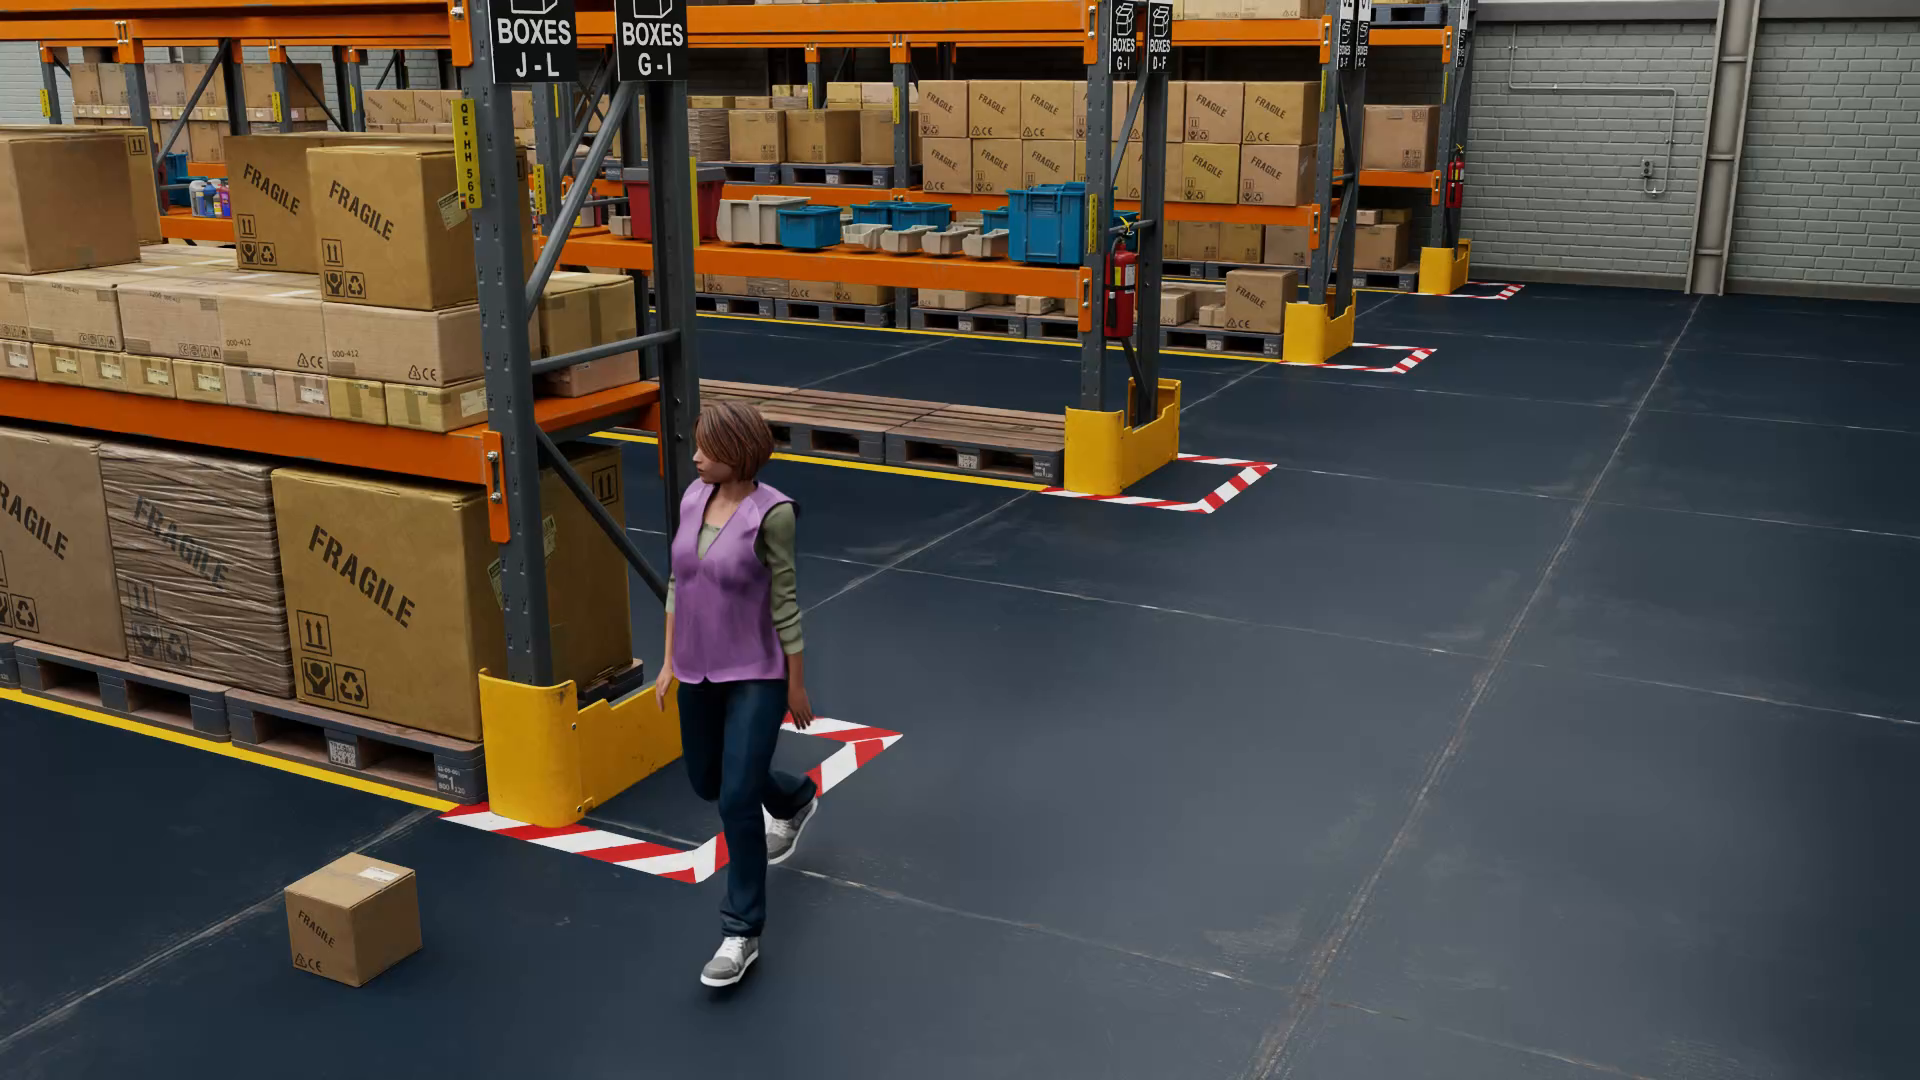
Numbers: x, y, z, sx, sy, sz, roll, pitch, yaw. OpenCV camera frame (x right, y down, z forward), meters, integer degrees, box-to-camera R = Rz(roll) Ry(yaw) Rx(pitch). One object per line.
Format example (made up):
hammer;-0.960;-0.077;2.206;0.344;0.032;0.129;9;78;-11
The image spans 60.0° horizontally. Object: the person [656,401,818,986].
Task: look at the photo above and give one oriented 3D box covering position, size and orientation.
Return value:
person;-0.633;0.369;4.741;0.445;1.556;0.833;9;18;28
